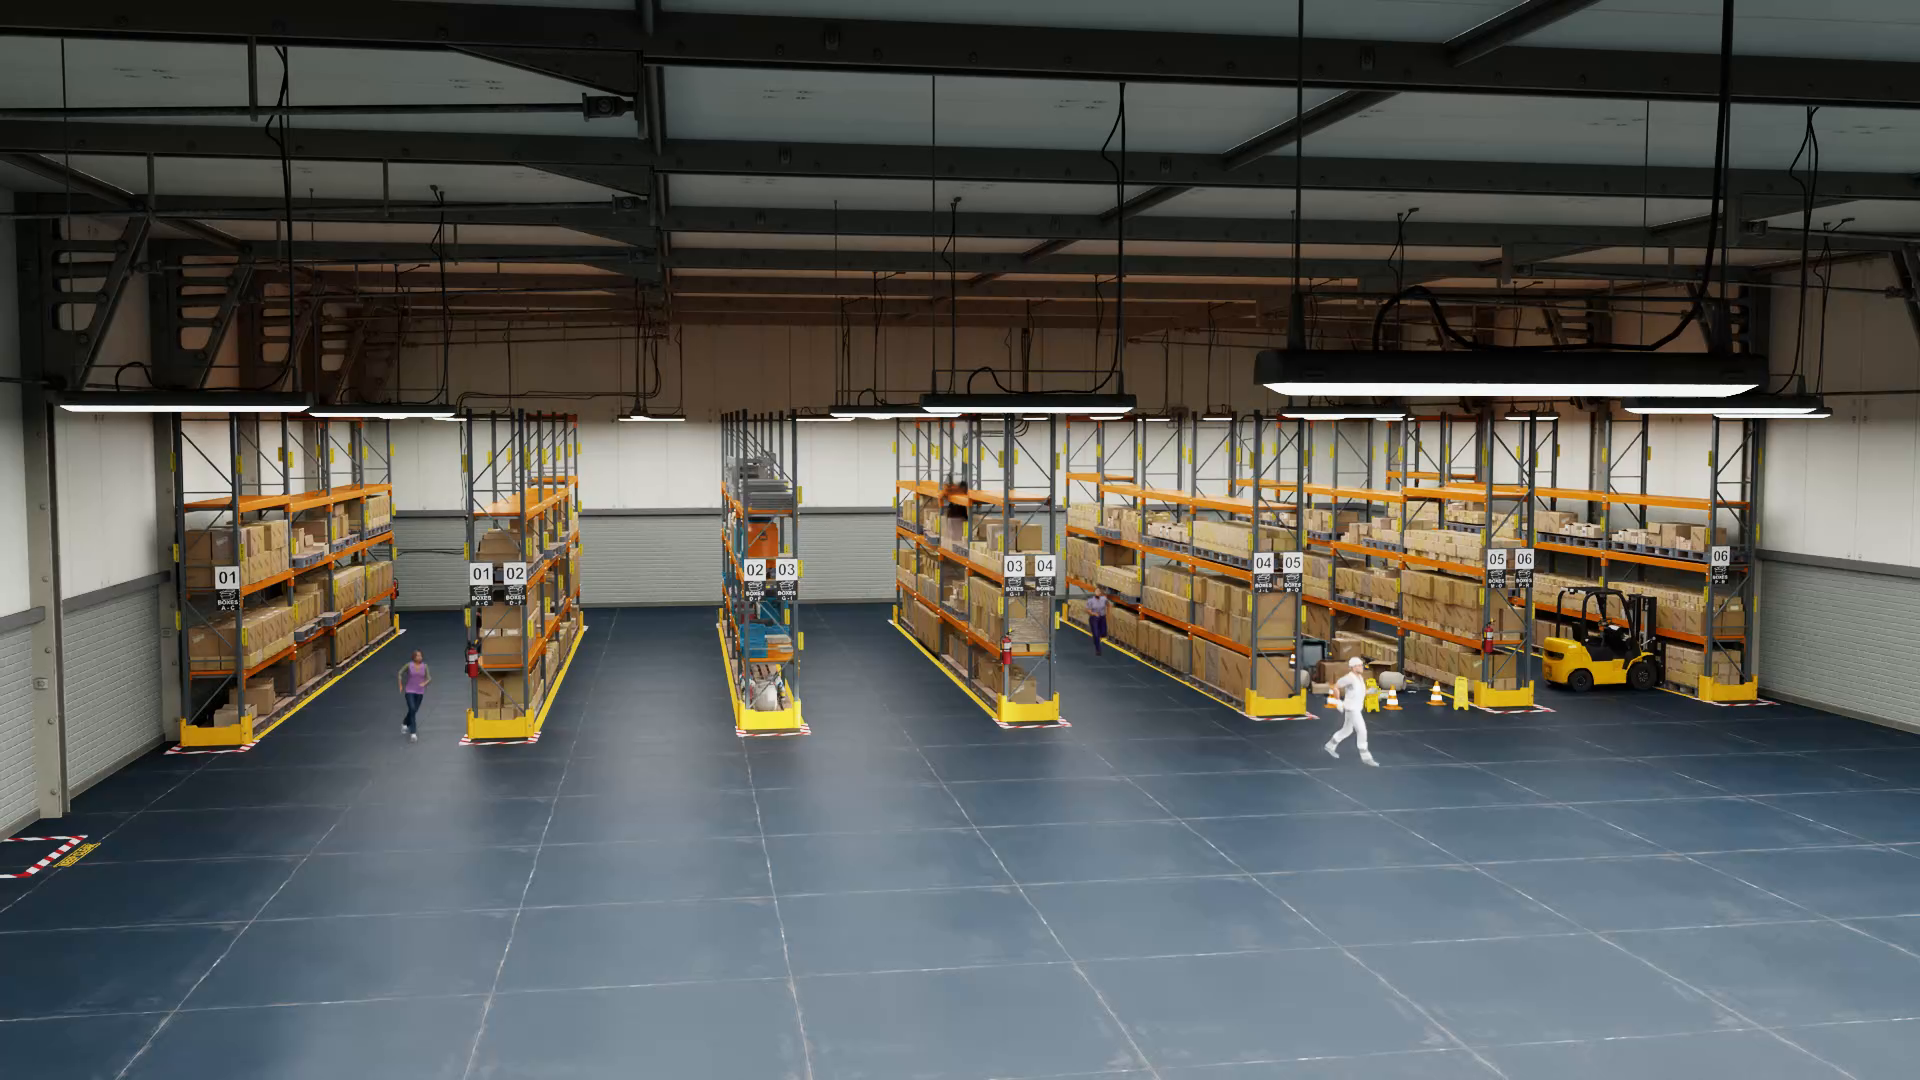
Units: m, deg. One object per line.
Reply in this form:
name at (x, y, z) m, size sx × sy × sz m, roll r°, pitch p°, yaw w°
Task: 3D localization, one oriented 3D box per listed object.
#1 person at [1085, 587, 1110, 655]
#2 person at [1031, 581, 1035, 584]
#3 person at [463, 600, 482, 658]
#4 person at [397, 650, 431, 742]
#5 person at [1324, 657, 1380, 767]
person at (3.273, 1.921, 39.265) m, size 0.644 × 1.599 × 0.618 m, roll -1°, pitch 4°, yaw -10°
person at (2.426, 1.445, 49.311) m, size 0.878 × 1.773 × 0.740 m, roll -3°, pitch 5°, yaw -41°
person at (-11.582, 2.107, 39.788) m, size 0.640 × 1.788 × 0.790 m, roll 0°, pitch 4°, yaw -6°
person at (-9.938, 2.817, 30.351) m, size 0.556 × 1.609 × 0.788 m, roll -3°, pitch 5°, yaw -34°
person at (6.573, 2.849, 27.856) m, size 0.987 × 1.793 × 0.659 m, roll 2°, pitch 5°, yaw 29°
